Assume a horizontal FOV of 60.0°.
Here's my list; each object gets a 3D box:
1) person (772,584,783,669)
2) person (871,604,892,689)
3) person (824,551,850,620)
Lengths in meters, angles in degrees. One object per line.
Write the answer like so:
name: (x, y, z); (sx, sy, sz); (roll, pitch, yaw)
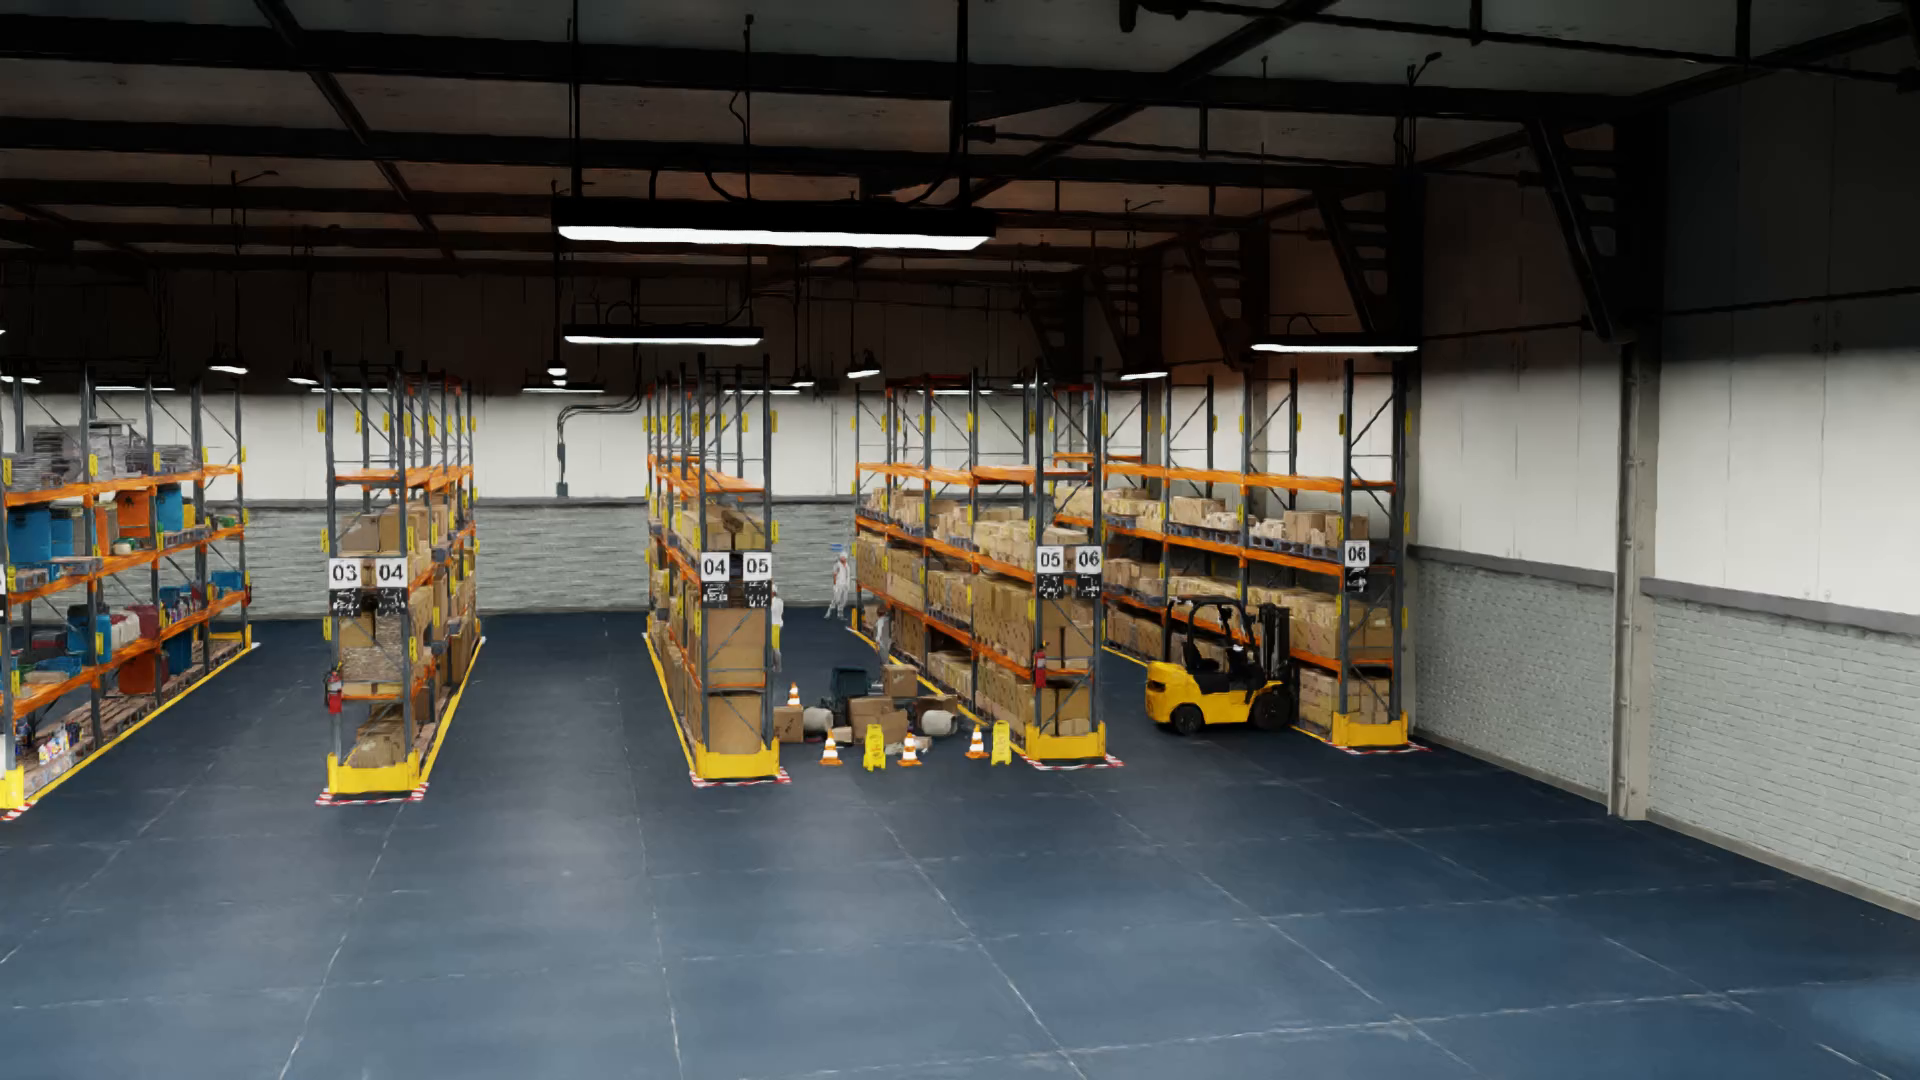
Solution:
person: (-3.729, 1.742, 33.512); (0.420, 1.700, 0.673); (1, 4, 19)
person: (-1.480, 2.002, 31.486); (0.534, 1.589, 0.522); (1, 4, 12)
person: (-3.103, 1.167, 42.334); (0.512, 1.773, 0.716); (3, 5, 38)
